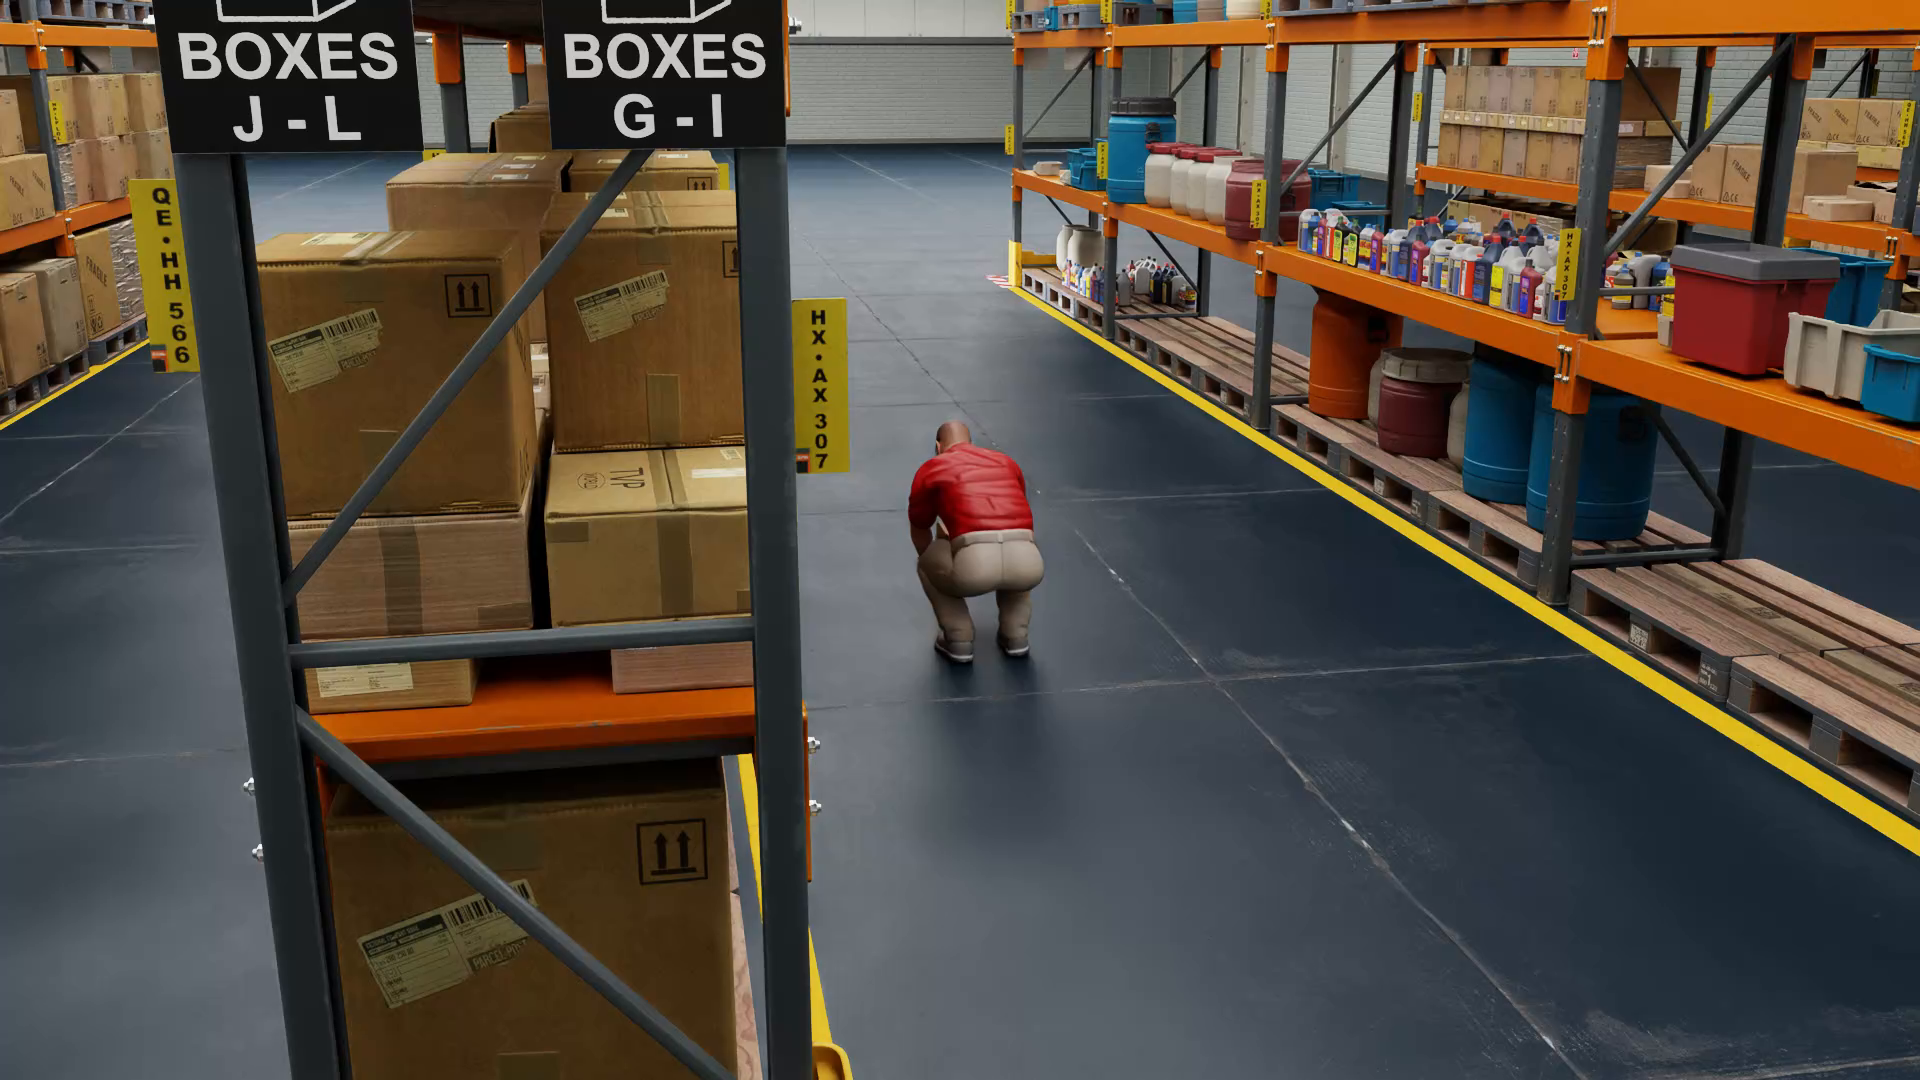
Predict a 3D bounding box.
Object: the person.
[{"bbox_3d":[0.066,-0.001,7.430,0.558,0.976,0.878,-3,17,-10],"label":"person"}]
